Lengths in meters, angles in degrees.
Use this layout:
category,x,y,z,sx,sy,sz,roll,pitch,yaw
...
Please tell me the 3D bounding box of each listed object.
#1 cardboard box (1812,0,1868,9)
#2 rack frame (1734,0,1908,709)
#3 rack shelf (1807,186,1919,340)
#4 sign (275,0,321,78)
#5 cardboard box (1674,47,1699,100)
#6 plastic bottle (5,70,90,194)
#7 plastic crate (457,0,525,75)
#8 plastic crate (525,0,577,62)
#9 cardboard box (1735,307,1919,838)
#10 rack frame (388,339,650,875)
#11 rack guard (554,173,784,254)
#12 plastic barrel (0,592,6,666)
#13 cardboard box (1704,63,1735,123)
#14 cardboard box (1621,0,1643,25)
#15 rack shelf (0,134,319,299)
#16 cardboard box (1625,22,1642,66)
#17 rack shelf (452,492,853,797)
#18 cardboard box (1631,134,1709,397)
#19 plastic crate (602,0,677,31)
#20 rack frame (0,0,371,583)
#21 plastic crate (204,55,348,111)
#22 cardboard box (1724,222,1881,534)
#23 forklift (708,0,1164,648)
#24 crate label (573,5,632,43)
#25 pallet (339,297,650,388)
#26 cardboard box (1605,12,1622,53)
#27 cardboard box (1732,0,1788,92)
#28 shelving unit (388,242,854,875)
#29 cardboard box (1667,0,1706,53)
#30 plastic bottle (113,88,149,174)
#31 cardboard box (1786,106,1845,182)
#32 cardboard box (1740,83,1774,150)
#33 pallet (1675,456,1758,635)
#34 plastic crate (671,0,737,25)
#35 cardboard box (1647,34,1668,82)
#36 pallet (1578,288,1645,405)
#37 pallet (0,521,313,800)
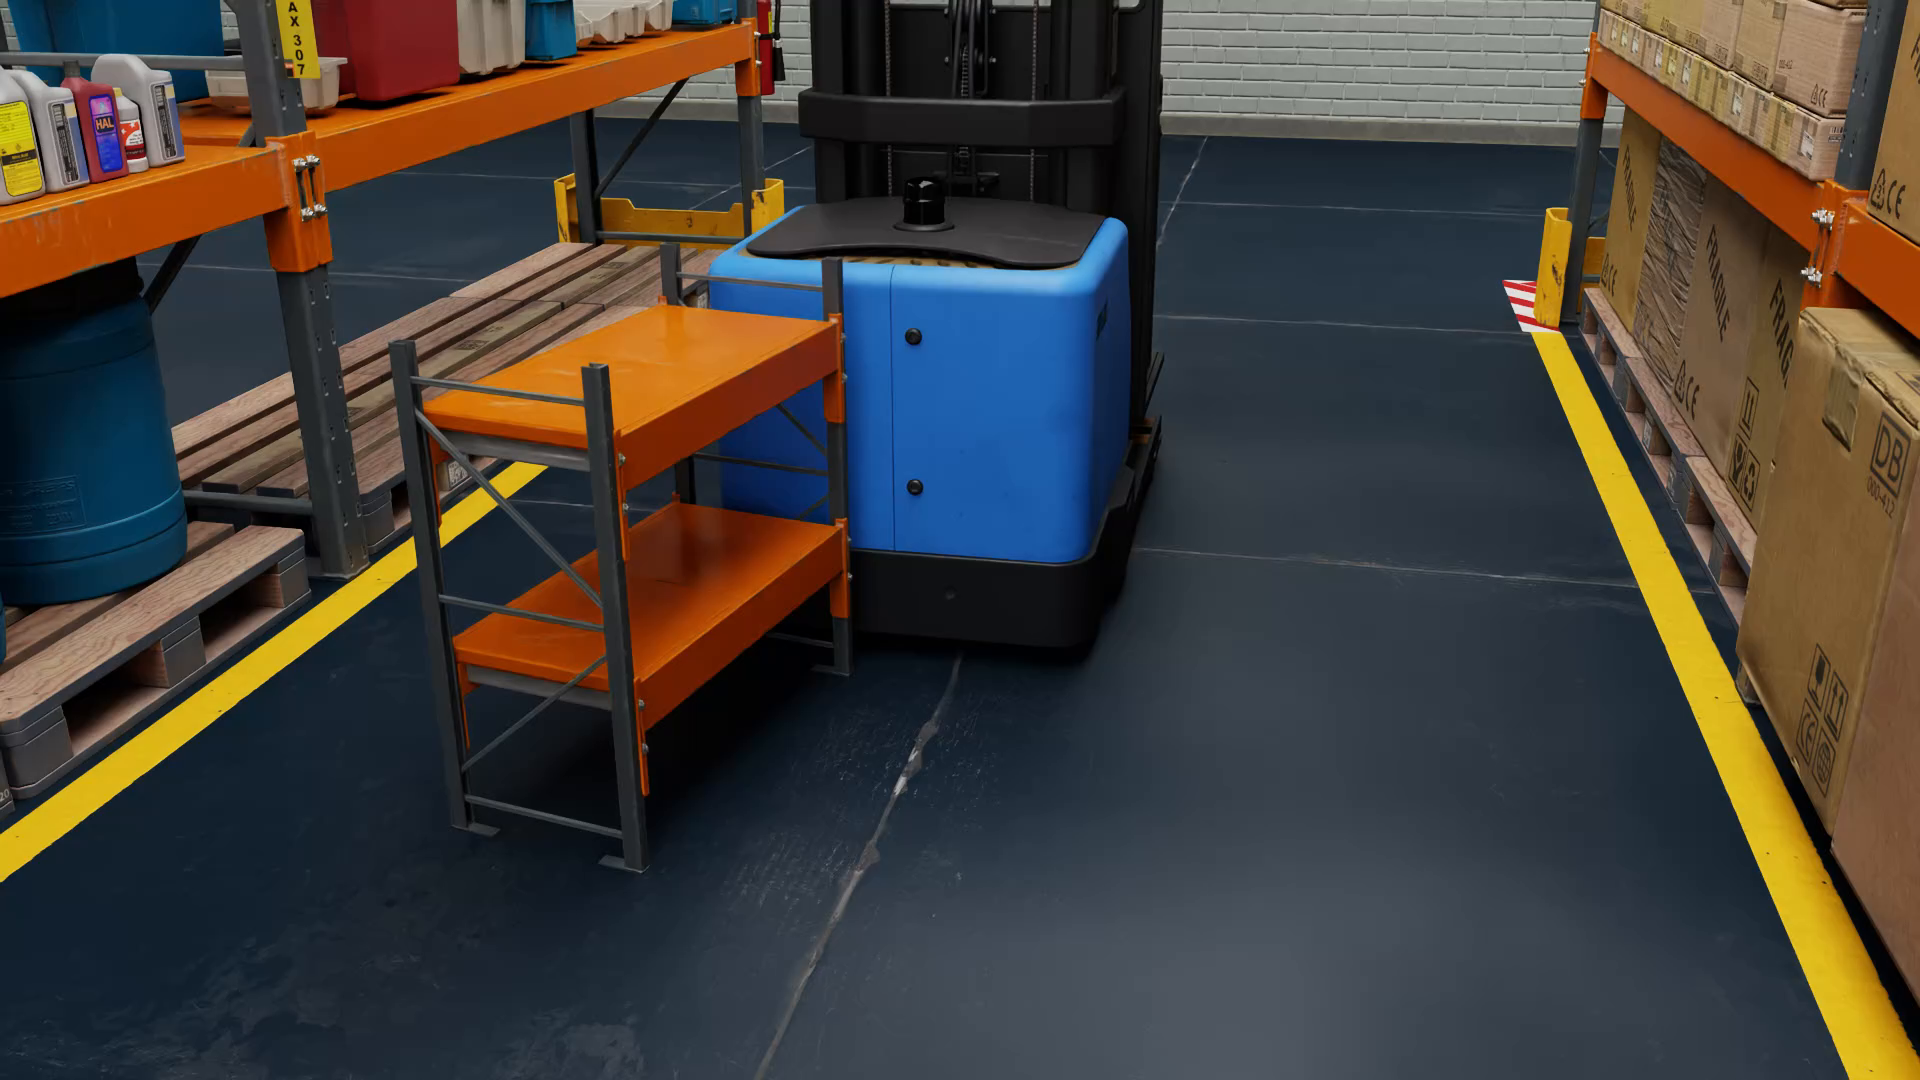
category,x,y,z,sx,sy,sz,roll,pitch,yaw
cardboard box,2.357,-1.550,3.986,0.500,0.500,0.500,5,22,12
rack frame,2.525,-0.945,3.686,1.000,3.000,0.127,4,22,11
rack shelf,2.116,0.120,2.004,1.077,0.370,4.000,4,22,11
sign,-1.786,-1.409,4.466,0.100,0.325,0.005,4,22,11
cardboard box,2.581,-1.528,5.469,0.380,0.149,0.250,5,22,12
plastic bottle,-2.163,-0.963,3.895,0.152,0.276,0.135,4,22,11
plastic crate,-1.832,-1.840,5.986,0.437,0.282,0.530,4,22,11
plastic crate,-1.676,-1.965,6.362,0.416,0.233,0.300,4,22,11
cardboard box,2.413,0.081,3.419,1.225,0.875,0.875,5,22,11
rack frame,-0.907,0.157,3.459,0.500,1.125,0.032,9,24,21
rack guard,-1.516,-1.636,8.747,1.175,0.500,0.348,4,22,11
plastic barrel,-2.596,-0.088,3.803,0.600,0.901,0.708,4,22,11
cardboard box,2.476,-1.342,5.006,0.380,0.149,0.250,5,22,12
cardboard box,2.879,-2.131,6.432,0.500,0.250,0.500,4,22,10
rack shelf,-2.732,-0.258,2.941,1.077,0.370,4.000,4,22,11
cardboard box,2.790,-1.904,6.402,0.380,0.149,0.250,4,22,10
rack shelf,-0.715,0.208,3.987,0.538,0.278,1.000,9,24,21
cardboard box,3.103,-1.044,6.214,0.875,0.875,0.875,4,22,11
plastic crate,-1.497,-2.379,7.519,0.396,0.136,0.243,4,22,11
rack frame,-2.324,-1.323,4.623,1.000,3.000,0.127,4,22,11
plastic crate,-2.089,-1.388,5.057,0.396,0.136,0.243,4,22,11
cardboard box,2.737,-0.390,4.588,0.875,0.875,0.875,4,22,11
forklift,0.126,-1.590,5.379,1.130,2.935,3.031,4,22,11
crate label,-1.603,-2.171,7.001,0.396,0.136,0.243,4,22,11
pallet,-1.965,-0.749,6.930,1.003,0.211,1.213,4,22,11
cardboard box,2.894,-2.093,6.872,0.380,0.149,0.250,4,22,10
cardboard box,2.461,-1.385,4.579,0.500,0.250,0.500,5,23,13
shelving unit,-0.715,-0.019,3.896,0.538,1.125,1.048,9,24,21
cardboard box,2.671,-1.756,5.502,0.500,0.250,0.500,4,22,10
plastic bottle,-2.085,-1.017,4.131,0.097,0.201,0.097,0,22,0
cardboard box,2.266,-0.965,4.071,0.380,0.149,0.250,5,22,11
cardboard box,2.371,-1.153,4.538,0.380,0.149,0.250,4,22,10
pallet,2.756,0.076,4.882,1.003,0.211,1.213,4,22,11
plastic crate,-1.394,-2.693,7.898,0.616,0.435,0.499,4,22,11
cardboard box,2.685,-1.717,5.937,0.380,0.149,0.250,4,22,10
pallet,3.254,-0.816,7.098,1.003,0.211,1.213,4,22,11
pallet,-2.522,0.250,4.451,1.003,0.211,1.213,4,22,11
